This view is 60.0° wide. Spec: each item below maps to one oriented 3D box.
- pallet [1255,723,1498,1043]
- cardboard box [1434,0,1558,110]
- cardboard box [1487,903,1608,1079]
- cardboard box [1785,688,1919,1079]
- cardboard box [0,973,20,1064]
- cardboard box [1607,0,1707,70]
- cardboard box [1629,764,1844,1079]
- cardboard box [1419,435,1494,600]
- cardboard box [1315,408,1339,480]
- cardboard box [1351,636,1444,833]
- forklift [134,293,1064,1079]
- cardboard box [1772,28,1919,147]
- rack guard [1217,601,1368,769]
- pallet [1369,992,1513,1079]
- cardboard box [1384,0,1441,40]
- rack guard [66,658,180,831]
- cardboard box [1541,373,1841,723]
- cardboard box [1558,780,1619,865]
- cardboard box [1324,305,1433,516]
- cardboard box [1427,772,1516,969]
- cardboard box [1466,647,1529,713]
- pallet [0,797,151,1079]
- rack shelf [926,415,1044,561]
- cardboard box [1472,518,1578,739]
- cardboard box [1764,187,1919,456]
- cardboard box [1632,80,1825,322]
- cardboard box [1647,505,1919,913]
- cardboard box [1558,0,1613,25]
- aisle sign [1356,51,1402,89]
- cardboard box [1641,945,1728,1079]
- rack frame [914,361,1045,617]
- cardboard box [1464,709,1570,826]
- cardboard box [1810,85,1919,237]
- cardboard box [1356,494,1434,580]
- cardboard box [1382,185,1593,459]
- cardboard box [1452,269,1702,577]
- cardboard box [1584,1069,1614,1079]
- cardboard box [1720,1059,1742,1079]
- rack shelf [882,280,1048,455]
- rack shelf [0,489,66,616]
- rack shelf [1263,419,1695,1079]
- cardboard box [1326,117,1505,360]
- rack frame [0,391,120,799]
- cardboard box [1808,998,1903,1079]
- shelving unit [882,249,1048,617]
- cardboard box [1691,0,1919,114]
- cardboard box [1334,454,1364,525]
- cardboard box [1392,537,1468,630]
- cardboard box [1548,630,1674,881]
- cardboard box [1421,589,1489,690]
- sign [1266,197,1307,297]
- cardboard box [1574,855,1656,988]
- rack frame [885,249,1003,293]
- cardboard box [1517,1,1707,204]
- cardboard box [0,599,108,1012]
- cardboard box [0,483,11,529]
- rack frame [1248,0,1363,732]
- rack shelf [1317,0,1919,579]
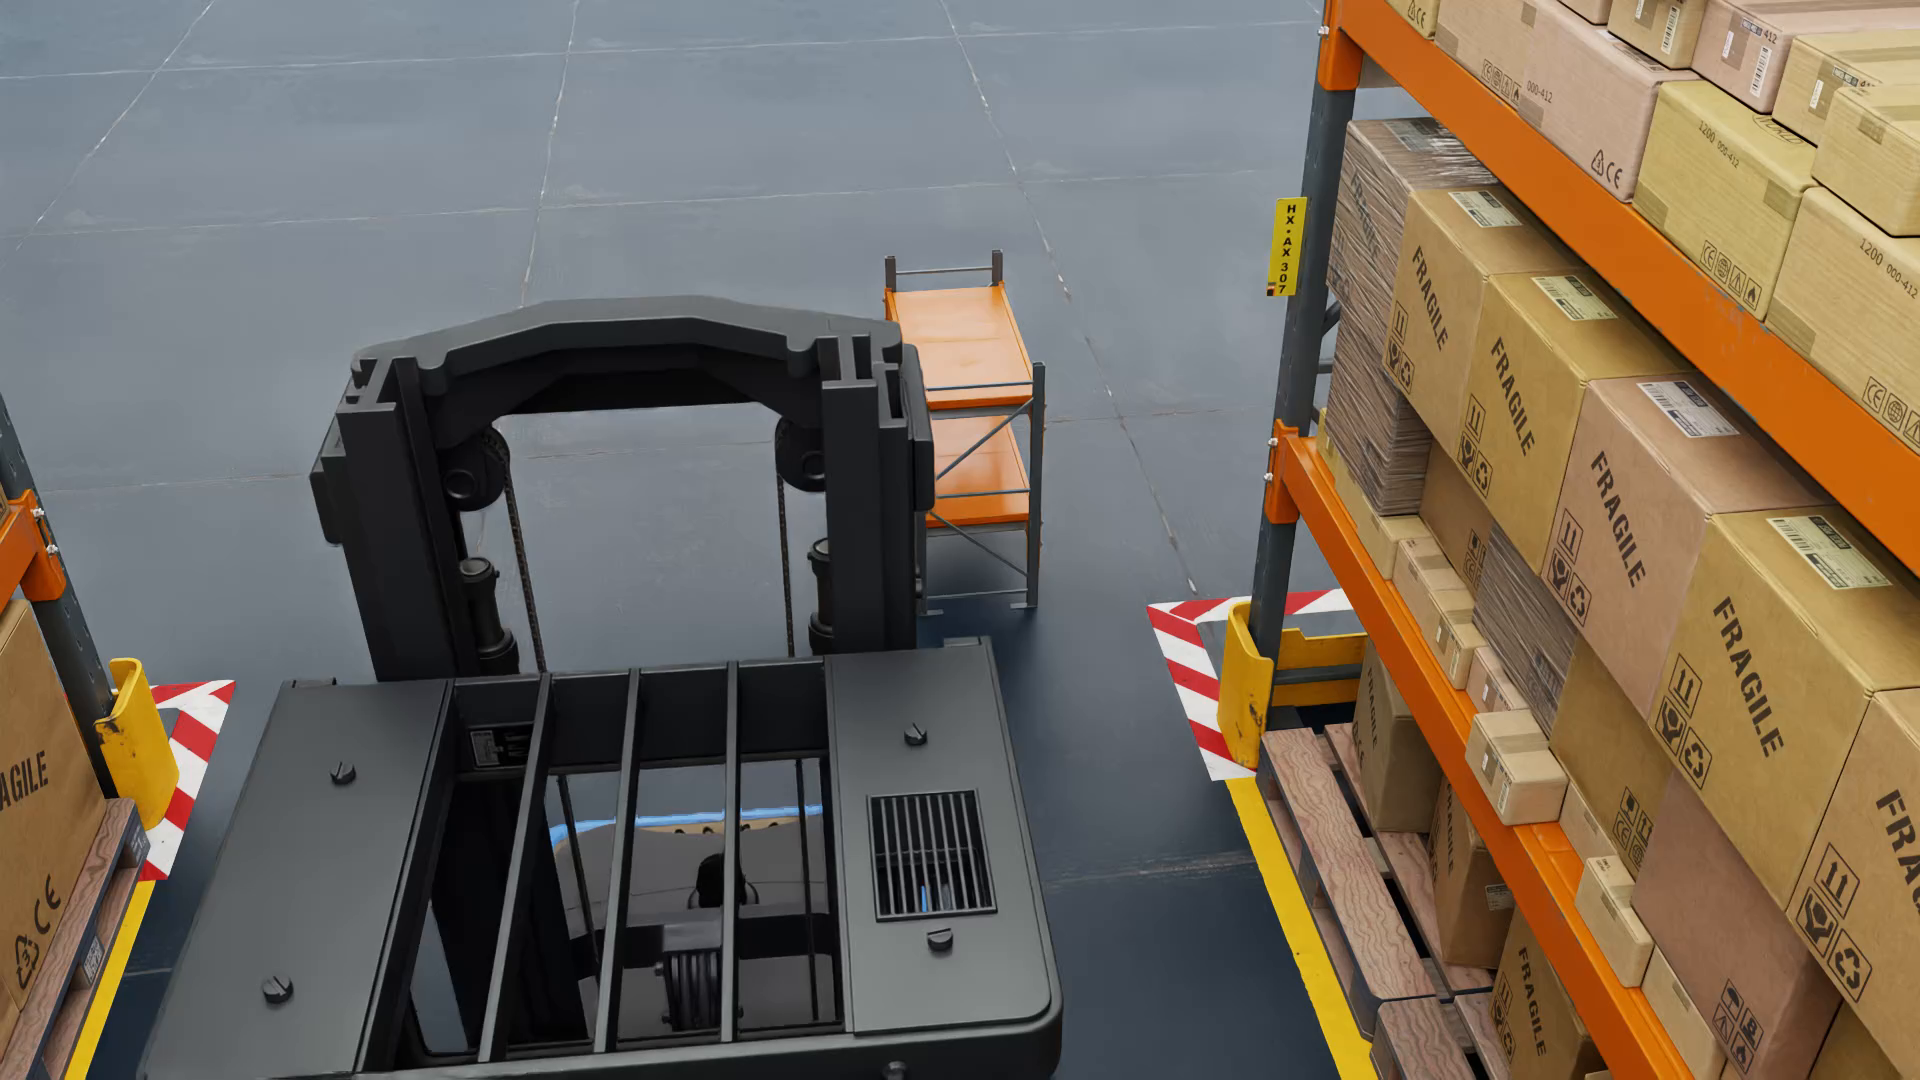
[{"bbox_3d":[1.635,1.063,5.503,1.003,0.211,1.213,-4,35,-6],"label":"pallet"},{"bbox_3d":[1.435,-1.190,3.802,0.500,0.250,0.500,-5,35,-7],"label":"cardboard box"},{"bbox_3d":[1.798,1.303,4.521,0.500,0.500,0.500,-1,34,-2],"label":"cardboard box"},{"bbox_3d":[1.687,0.557,2.528,0.500,0.500,0.500,-4,35,-6],"label":"cardboard box"},{"bbox_3d":[-3.101,1.300,4.193,0.875,0.875,0.875,-5,35,-7],"label":"cardboard box"},{"bbox_3d":[1.500,-1.031,3.215,0.380,0.149,0.250,-6,35,-9],"label":"cardboard box"},{"bbox_3d":[1.890,0.671,3.249,0.875,0.500,0.500,-4,35,-6],"label":"cardboard box"},{"bbox_3d":[1.783,-0.173,4.488,0.875,0.500,0.500,-4,35,-6],"label":"cardboard box"},{"bbox_3d":[1.353,-0.307,5.260,0.380,0.149,0.250,-4,35,-6],"label":"cardboard box"},{"bbox_3d":[1.618,0.621,5.522,0.500,0.500,0.500,2,34,2],"label":"cardboard box"},{"bbox_3d":[-0.457,1.199,2.887,1.130,2.935,3.031,-3,34,-5],"label":"forklift"},{"bbox_3d":[1.627,-0.750,2.802,0.380,0.149,0.250,-6,35,-8],"label":"cardboard box"},{"bbox_3d":[1.561,0.487,6.091,1.175,0.500,0.348,-4,35,-6],"label":"rack guard"},{"bbox_3d":[1.796,1.742,4.507,1.003,0.211,1.213,-4,35,-6],"label":"pallet"},{"bbox_3d":[1.359,-1.477,4.224,0.500,0.250,0.500,-3,34,-5],"label":"cardboard box"},{"bbox_3d":[-3.381,0.751,5.705,1.175,0.500,0.348,-4,35,-6],"label":"rack guard"},{"bbox_3d":[1.557,-0.001,3.347,0.500,0.500,0.500,-4,35,-6],"label":"cardboard box"},{"bbox_3d":[1.623,0.667,3.831,0.380,0.149,0.250,-4,35,-6],"label":"cardboard box"},{"bbox_3d":[1.597,-0.443,4.884,0.875,0.500,0.500,-4,35,-6],"label":"cardboard box"},{"bbox_3d":[1.732,0.952,5.036,0.500,0.500,0.500,4,35,6],"label":"cardboard box"},{"bbox_3d":[1.527,0.390,4.237,0.380,0.149,0.250,-4,35,-6],"label":"cardboard box"},{"bbox_3d":[-3.193,1.324,5.120,1.003,0.211,1.213,-4,35,-6],"label":"pallet"},{"bbox_3d":[0.001,-0.259,7.065,0.538,0.278,1.000,-4,35,-6],"label":"rack shelf"},{"bbox_3d":[1.808,0.109,4.074,0.875,0.500,0.500,-4,35,-6],"label":"cardboard box"},{"bbox_3d":[1.635,-0.344,2.561,0.500,0.250,0.500,-5,35,-7],"label":"cardboard box"},{"bbox_3d":[1.572,-0.623,2.970,0.500,0.250,0.500,-3,34,-5],"label":"cardboard box"},{"bbox_3d":[1.620,0.278,2.937,0.500,0.500,0.500,-4,35,-6],"label":"cardboard box"},{"bbox_3d":[1.448,-1.182,3.437,0.380,0.149,0.250,-4,35,-7],"label":"cardboard box"},{"bbox_3d":[1.245,-1.674,4.735,0.394,0.787,0.004,-4,35,-6],"label":"aisle sign"},{"bbox_3d":[1.649,0.949,3.417,0.380,0.149,0.250,-4,35,-6],"label":"cardboard box"},{"bbox_3d":[0.069,-0.177,6.511,0.500,1.125,0.032,-4,35,-6],"label":"rack frame"},{"bbox_3d":[1.458,0.537,4.021,0.380,0.149,0.250,-4,35,-6],"label":"cardboard box"},{"bbox_3d":[1.576,-0.593,2.572,0.380,0.149,0.250,-3,34,-4],"label":"cardboard box"},{"bbox_3d":[1.386,-0.026,4.847,0.380,0.149,0.250,-4,35,-6],"label":"cardboard box"},{"bbox_3d":[1.415,-0.558,4.165,0.500,0.500,0.500,-4,35,-6],"label":"cardboard box"},{"bbox_3d":[1.483,-0.280,3.756,0.500,0.500,0.500,-4,35,-6],"label":"cardboard box"},{"bbox_3d":[1.828,1.618,4.059,0.500,0.500,0.500,-7,35,-11],"label":"cardboard box"},{"bbox_3d":[1.723,1.085,3.217,0.380,0.149,0.250,-4,35,-6],"label":"cardboard box"},{"bbox_3d":[0.001,-0.703,6.763,0.538,0.278,1.000,-4,35,-6],"label":"rack shelf"},{"bbox_3d":[-3.109,1.144,3.546,1.077,0.370,4.000,-4,35,-6],"label":"rack shelf"},{"bbox_3d":[1.820,0.825,4.014,1.077,0.370,4.000,-4,35,-6],"label":"rack shelf"},{"bbox_3d":[1.354,-0.838,4.575,0.500,0.500,0.500,-4,35,-6],"label":"cardboard box"},{"bbox_3d":[-3.378,-0.269,4.981,1.000,3.000,0.127,-4,35,-6],"label":"rack frame"},{"bbox_3d":[2.057,0.942,2.851,0.875,0.500,0.500,-4,35,-6],"label":"cardboard box"},{"bbox_3d":[0.001,-0.461,6.928,0.538,1.125,1.048,-4,35,-6],"label":"shelving unit"},{"bbox_3d":[1.579,-0.895,3.016,0.380,0.149,0.250,-5,35,-7],"label":"cardboard box"},{"bbox_3d":[1.367,-0.166,5.053,0.380,0.149,0.250,-4,35,-6],"label":"cardboard box"},{"bbox_3d":[1.440,0.112,4.645,0.380,0.149,0.250,-4,35,-6],"label":"cardboard box"},{"bbox_3d":[1.864,0.389,3.663,0.875,0.500,0.500,-4,35,-6],"label":"cardboard box"},{"bbox_3d":[1.467,0.252,4.439,0.380,0.149,0.250,-4,35,-6],"label":"cardboard box"},{"bbox_3d":[1.013,-0.905,5.145,0.100,0.325,0.005,-4,35,-6],"label":"sign"},{"bbox_3d":[1.581,0.812,3.618,0.380,0.149,0.250,-4,35,-6],"label":"cardboard box"},{"bbox_3d":[-0.067,-0.745,7.344,0.500,1.125,0.032,-4,35,-6],"label":"rack frame"},{"bbox_3d":[1.497,-0.913,3.396,0.500,0.250,0.500,-4,35,-7],"label":"cardboard box"},{"bbox_3d":[-3.221,0.809,4.913,0.875,0.875,0.875,-4,34,-6],"label":"cardboard box"},{"bbox_3d":[-3.283,-0.127,4.640,0.875,0.550,0.550,-4,35,-6],"label":"cardboard box"},{"bbox_3d":[1.551,-0.588,5.449,1.000,3.000,0.127,-4,35,-6],"label":"rack frame"},{"bbox_3d":[1.820,-0.414,3.170,1.077,0.370,4.000,-4,35,-6],"label":"rack shelf"}]
